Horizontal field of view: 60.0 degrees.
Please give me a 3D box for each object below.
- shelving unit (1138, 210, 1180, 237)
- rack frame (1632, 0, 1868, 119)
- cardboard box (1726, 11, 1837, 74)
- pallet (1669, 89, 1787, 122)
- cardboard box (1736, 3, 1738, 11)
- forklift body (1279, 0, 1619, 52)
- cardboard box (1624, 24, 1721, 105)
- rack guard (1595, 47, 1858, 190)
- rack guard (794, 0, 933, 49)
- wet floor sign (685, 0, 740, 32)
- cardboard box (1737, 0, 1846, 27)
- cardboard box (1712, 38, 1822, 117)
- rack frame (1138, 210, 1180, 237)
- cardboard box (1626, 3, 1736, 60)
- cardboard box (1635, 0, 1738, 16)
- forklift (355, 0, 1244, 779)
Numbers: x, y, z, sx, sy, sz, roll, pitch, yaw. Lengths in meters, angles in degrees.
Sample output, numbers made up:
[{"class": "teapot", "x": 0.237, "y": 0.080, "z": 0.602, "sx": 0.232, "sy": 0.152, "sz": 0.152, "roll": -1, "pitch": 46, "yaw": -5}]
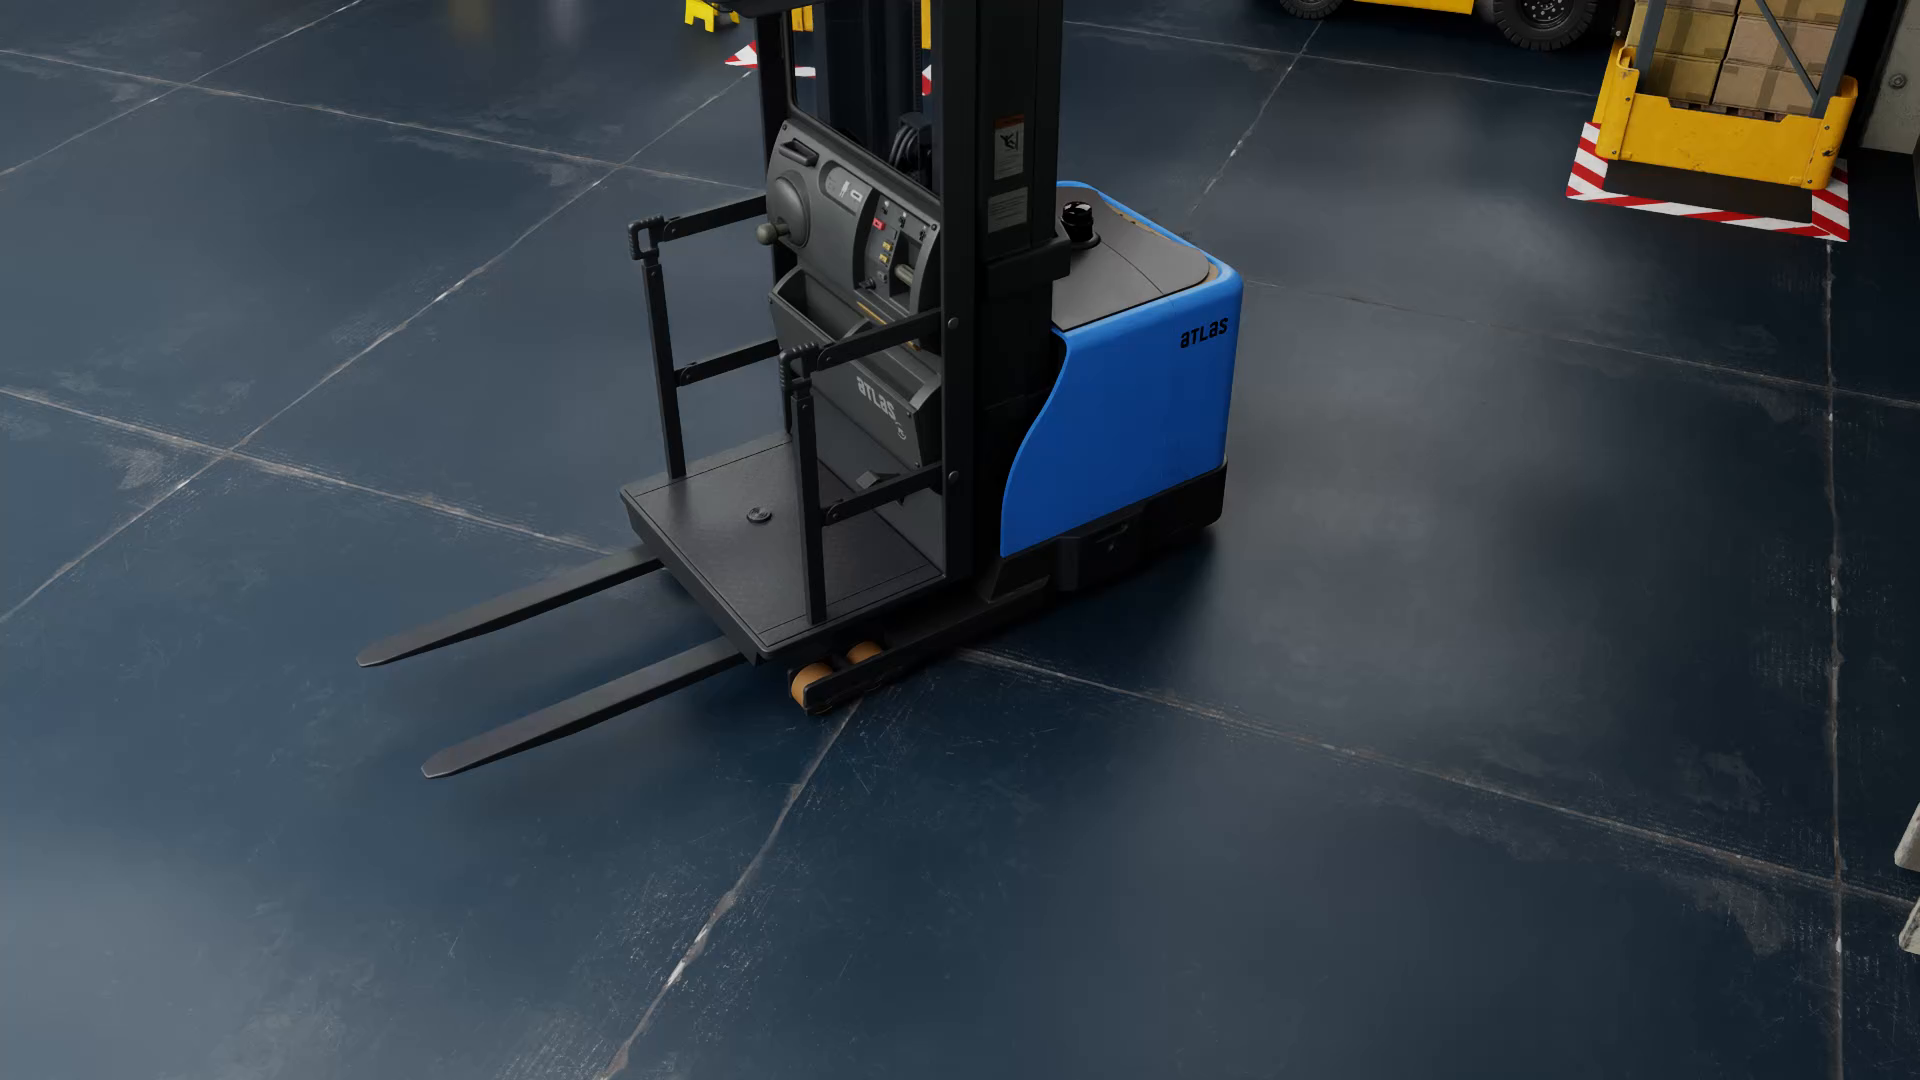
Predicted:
[{"class": "shelving unit", "x": 0.679, "y": -0.825, "z": 6.602, "sx": 0.210, "sy": 0.900, "sz": 0.258, "roll": -22, "pitch": 42, "yaw": -27}, {"class": "rack frame", "x": 4.061, "y": -3.262, "z": 8.108, "sx": 1.000, "sy": 3.000, "sz": 0.127, "roll": 14, "pitch": 39, "yaw": 18}, {"class": "cardboard box", "x": 4.432, "y": -2.742, "z": 8.941, "sx": 0.500, "sy": 0.250, "sz": 0.500, "roll": 15, "pitch": 39, "yaw": 19}, {"class": "pallet", "x": 4.313, "y": -2.578, "z": 9.522, "sx": 1.003, "sy": 0.211, "sz": 1.213, "roll": 14, "pitch": 39, "yaw": 18}, {"class": "cardboard box", "x": 4.612, "y": -3.022, "z": 9.316, "sx": 0.500, "sy": 0.250, "sz": 0.500, "roll": 13, "pitch": 39, "yaw": 17}, {"class": "forklift body", "x": 3.095, "y": -4.387, "z": 10.323, "sx": 2.313, "sy": 2.155, "sz": 1.214, "roll": 14, "pitch": 39, "yaw": 18}, {"class": "cardboard box", "x": 3.947, "y": -2.661, "z": 9.250, "sx": 0.500, "sy": 0.250, "sz": 0.500, "roll": 14, "pitch": 39, "yaw": 18}, {"class": "rack guard", "x": 4.052, "y": -2.247, "z": 8.839, "sx": 1.175, "sy": 0.500, "sz": 0.348, "roll": 14, "pitch": 39, "yaw": 18}, {"class": "rack guard", "x": -0.502, "y": -3.431, "z": 10.423, "sx": 1.175, "sy": 0.500, "sz": 0.348, "roll": 14, "pitch": 39, "yaw": 18}, {"class": "wet floor sign", "x": -1.593, "y": -3.586, "z": 10.509, "sx": 0.267, "sy": 0.644, "sz": 0.232, "roll": 29, "pitch": 45, "yaw": 33}, {"class": "cardboard box", "x": 4.419, "y": -2.952, "z": 8.805, "sx": 0.500, "sy": 0.250, "sz": 0.500, "roll": 13, "pitch": 39, "yaw": 17}, {"class": "cardboard box", "x": 4.429, "y": -2.556, "z": 9.110, "sx": 0.500, "sy": 0.250, "sz": 0.500, "roll": 14, "pitch": 39, "yaw": 18}, {"class": "rack frame", "x": 0.763, "y": -0.859, "z": 6.648, "sx": 0.006, "sy": 0.900, "sz": 0.240, "roll": -22, "pitch": 42, "yaw": -27}, {"class": "cardboard box", "x": 3.957, "y": -2.870, "z": 9.112, "sx": 0.500, "sy": 0.250, "sz": 0.500, "roll": 13, "pitch": 39, "yaw": 17}, {"class": "cardboard box", "x": 3.948, "y": -3.055, "z": 8.943, "sx": 0.500, "sy": 0.250, "sz": 0.500, "roll": 15, "pitch": 39, "yaw": 19}, {"class": "forklift", "x": -0.517, "y": -0.963, "z": 5.091, "sx": 3.031, "sy": 2.935, "sz": 1.130, "roll": -22, "pitch": 42, "yaw": -27}]
